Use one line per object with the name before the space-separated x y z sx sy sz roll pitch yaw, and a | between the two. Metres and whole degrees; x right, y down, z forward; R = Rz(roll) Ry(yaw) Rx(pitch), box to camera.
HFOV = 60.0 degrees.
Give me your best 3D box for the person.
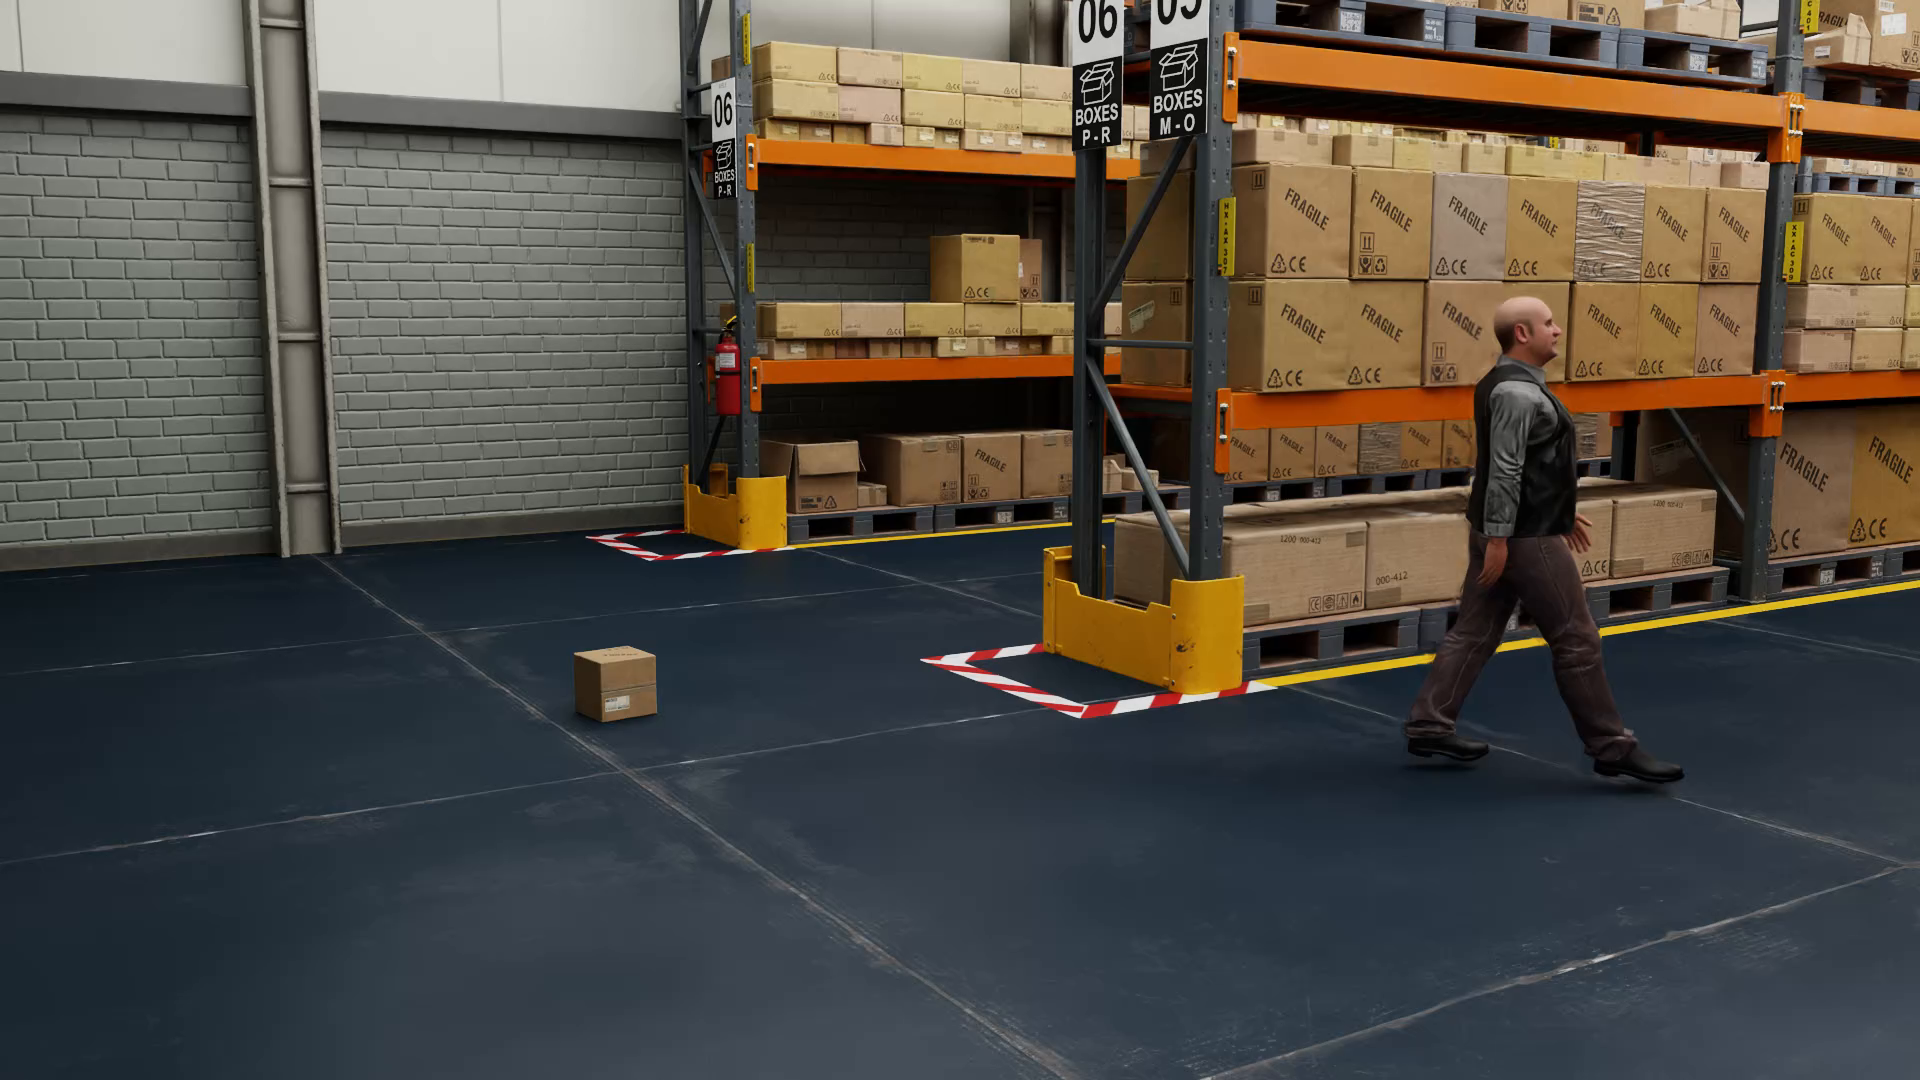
person | 2.088 -0.020 5.914 0.938 1.678 0.558 1 8 8
